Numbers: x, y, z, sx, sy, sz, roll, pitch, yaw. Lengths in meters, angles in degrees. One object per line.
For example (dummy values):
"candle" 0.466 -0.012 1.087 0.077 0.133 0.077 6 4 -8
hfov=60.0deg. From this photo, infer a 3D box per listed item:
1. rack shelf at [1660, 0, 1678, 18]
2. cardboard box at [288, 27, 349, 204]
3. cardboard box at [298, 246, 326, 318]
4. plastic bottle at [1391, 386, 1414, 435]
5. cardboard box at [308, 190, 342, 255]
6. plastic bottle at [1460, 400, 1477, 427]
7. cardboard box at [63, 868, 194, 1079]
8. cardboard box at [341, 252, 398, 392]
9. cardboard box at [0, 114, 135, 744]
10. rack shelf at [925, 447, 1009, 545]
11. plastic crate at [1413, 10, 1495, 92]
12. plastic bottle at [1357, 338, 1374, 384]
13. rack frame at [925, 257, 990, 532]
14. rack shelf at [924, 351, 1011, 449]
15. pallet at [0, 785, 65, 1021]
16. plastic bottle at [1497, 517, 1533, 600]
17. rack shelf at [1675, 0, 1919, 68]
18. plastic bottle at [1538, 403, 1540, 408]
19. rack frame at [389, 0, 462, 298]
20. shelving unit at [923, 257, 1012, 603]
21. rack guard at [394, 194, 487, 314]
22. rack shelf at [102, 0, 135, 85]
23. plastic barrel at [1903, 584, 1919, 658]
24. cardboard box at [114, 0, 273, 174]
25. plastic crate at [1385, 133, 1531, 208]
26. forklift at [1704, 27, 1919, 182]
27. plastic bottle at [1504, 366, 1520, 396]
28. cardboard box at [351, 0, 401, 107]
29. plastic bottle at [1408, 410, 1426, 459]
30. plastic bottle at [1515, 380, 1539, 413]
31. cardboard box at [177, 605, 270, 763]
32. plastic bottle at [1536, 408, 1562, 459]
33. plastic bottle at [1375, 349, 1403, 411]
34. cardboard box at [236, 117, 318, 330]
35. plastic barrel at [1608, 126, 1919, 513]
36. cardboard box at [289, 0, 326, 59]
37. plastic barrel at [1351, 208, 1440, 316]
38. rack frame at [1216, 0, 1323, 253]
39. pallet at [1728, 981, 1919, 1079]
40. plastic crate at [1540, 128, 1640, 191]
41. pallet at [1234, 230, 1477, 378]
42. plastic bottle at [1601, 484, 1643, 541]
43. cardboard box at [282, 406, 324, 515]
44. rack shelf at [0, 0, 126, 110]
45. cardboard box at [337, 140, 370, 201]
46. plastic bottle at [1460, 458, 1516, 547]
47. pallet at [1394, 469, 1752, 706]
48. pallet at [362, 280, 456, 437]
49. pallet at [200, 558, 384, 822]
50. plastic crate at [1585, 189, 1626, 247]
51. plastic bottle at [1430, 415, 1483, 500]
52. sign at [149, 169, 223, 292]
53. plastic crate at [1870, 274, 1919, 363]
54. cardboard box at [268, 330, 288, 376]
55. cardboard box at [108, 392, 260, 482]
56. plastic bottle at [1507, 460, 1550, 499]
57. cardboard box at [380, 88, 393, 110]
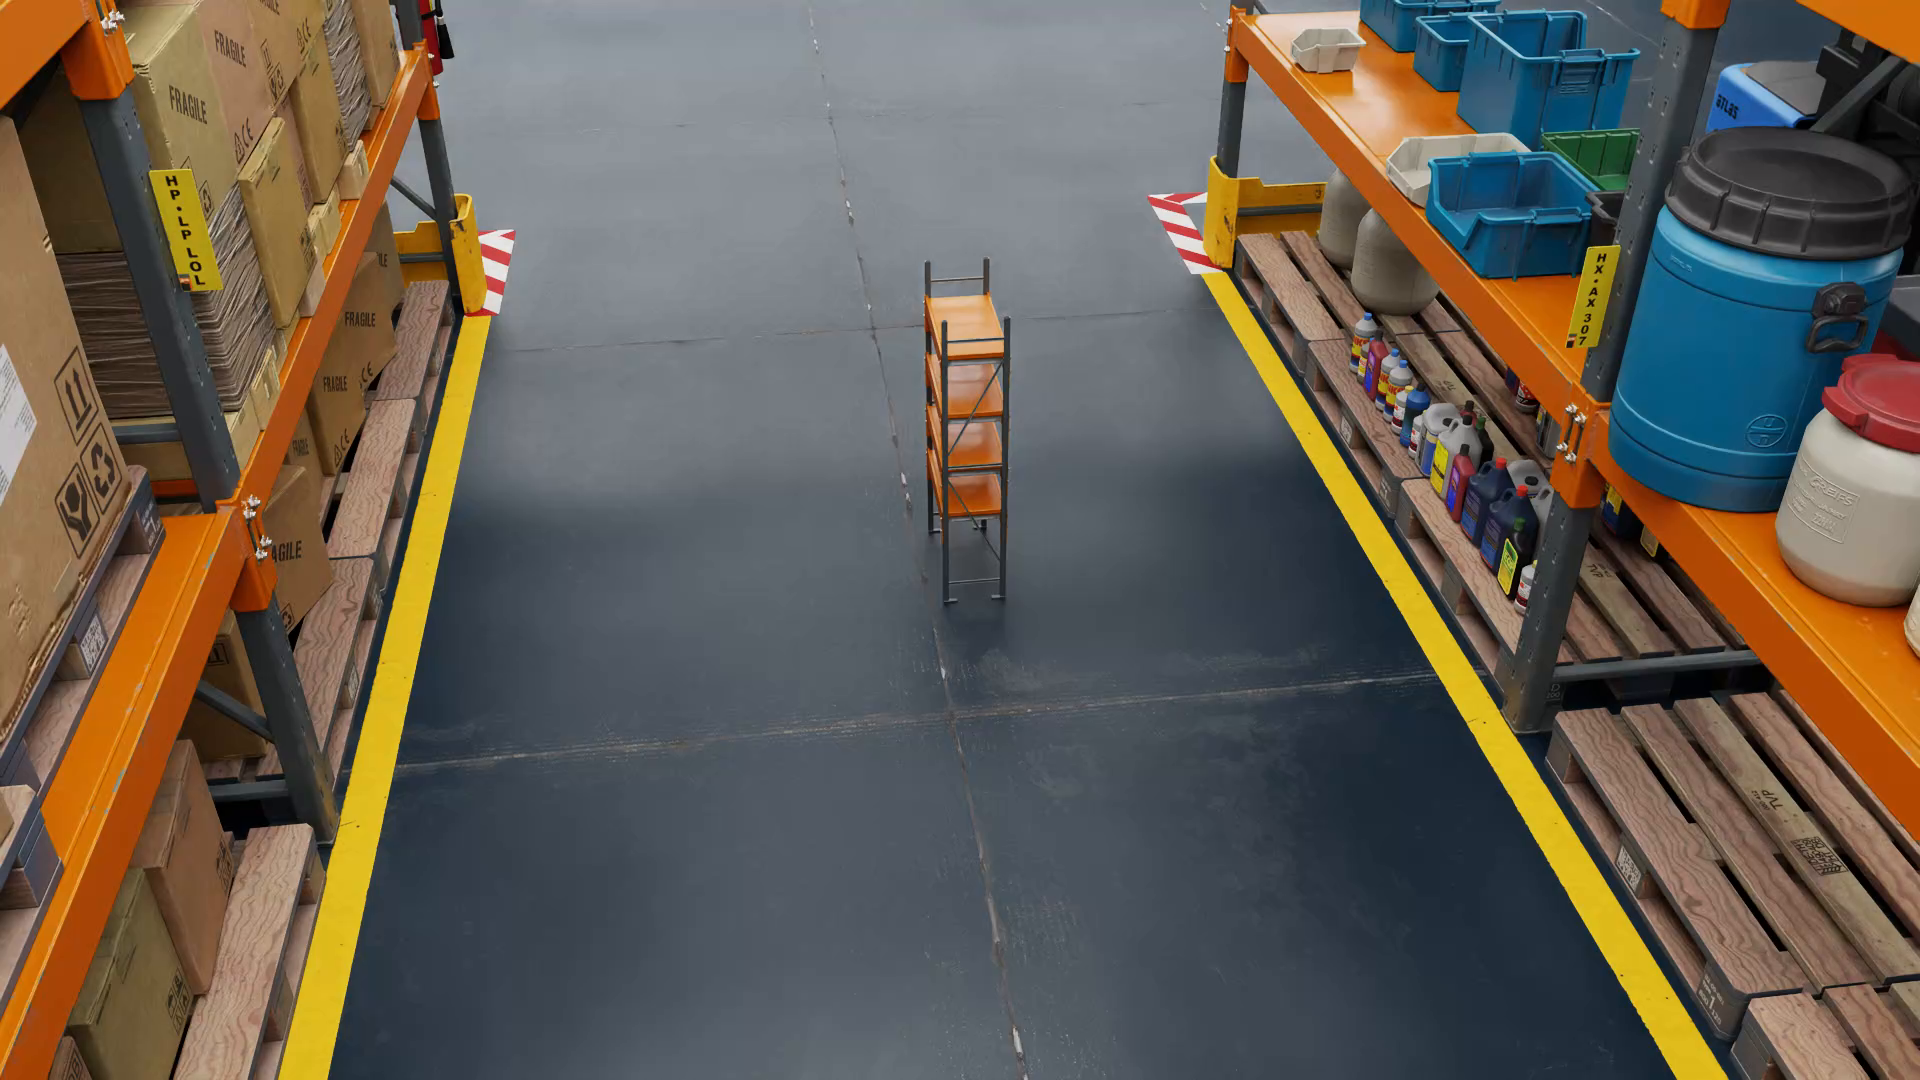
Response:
"rack shelf" 2.136 -2.691 6.010 1.077 0.370 4.000 -4 35 -6
"cardboard box" -2.728 -1.512 5.953 0.875 0.500 0.500 -4 35 -6
"cardboard box" -2.352 -0.855 5.565 0.380 0.149 0.250 -4 35 -6
"plastic bottle" 1.875 -0.552 6.991 0.097 0.201 0.097 0 34 0
"cardboard box" -2.449 -1.132 5.971 0.380 0.149 0.250 -4 35 -6
"plastic bottle" 2.051 -0.416 6.718 0.061 0.283 0.133 -4 35 -6
"cardboard box" -2.397 1.206 4.146 0.700 0.500 0.500 -5 35 -7
"cardboard box" -2.859 -0.949 7.326 0.500 0.500 0.500 4 35 6
"cardboard box" -2.535 -0.225 3.510 1.000 1.000 1.000 -4 34 -6
"rack shelf" 0.022 -0.184 6.426 0.258 0.148 0.480 -4 35 -6
"plastic crate" 2.312 -2.183 7.422 0.499 0.251 0.408 -4 35 -6
"plastic bottle" 1.816 -0.797 7.350 0.097 0.201 0.097 0 34 0
"rack frame" -0.011 -0.540 6.476 0.240 1.200 0.015 -4 35 -6
"rack shelf" 0.022 -0.533 6.188 0.258 0.148 0.480 -4 35 -6
"pallet" -2.272 0.953 2.859 1.003 0.211 1.213 -4 35 -6
"plastic bottle" 2.013 0.065 6.012 0.061 0.283 0.133 -3 34 -4
"rack shelf" 2.674 -0.458 2.734 1.077 0.370 4.000 -4 35 -6
"plastic bottle" 2.574 -0.709 7.154 0.152 0.276 0.135 -5 35 -8
"rack frame" -3.041 -2.489 7.739 1.000 3.000 0.127 -4 35 -6
"shelving unit" 0.022 -0.403 6.277 0.258 1.200 0.503 -4 35 -6
"rack guard" -3.031 -1.414 8.381 1.175 0.500 0.348 -4 35 -6
"rack shelf" -2.772 -2.315 5.459 1.077 0.370 4.000 -4 35 -6
"plastic barrel" 2.431 0.175 3.952 0.301 0.262 0.301 0 34 0
"cardboard box" -2.381 -1.384 4.876 0.500 0.500 0.500 -4 35 -6
"plastic crate" 1.935 -1.410 6.390 0.530 0.136 0.437 -4 35 -6
"forklift" 4.447 -1.916 6.959 1.130 2.935 3.031 -3 34 -4
"plastic bottle" 2.449 -0.781 7.254 0.061 0.283 0.133 -4 35 -6
"cardboard box" -2.808 -2.075 6.778 0.875 0.500 0.500 -4 35 -6
"plastic bottle" 1.902 -0.437 6.822 0.097 0.201 0.097 0 34 0
"plastic bottle" 2.452 -0.658 7.146 0.097 0.201 0.097 0 34 0
"cardboard box" -2.517 0.376 5.381 0.500 0.500 0.500 -5 35 -8
"plastic bottle" 2.481 -0.488 6.830 0.152 0.276 0.135 -4 35 -6
"plastic bottle" 1.848 -0.692 7.134 0.097 0.271 0.097 0 34 0
"cardboard box" -2.535 -0.959 5.140 0.875 0.500 0.500 -4 35 -6
"plastic barrel" 2.156 -0.601 4.523 0.600 0.901 0.708 -4 35 -6
"cardboard box" -2.526 -1.941 5.694 0.500 0.500 0.500 -4 35 -6
"plastic barrel" 2.098 -1.369 7.931 0.421 0.512 0.421 0 34 0
"rack frame" 1.867 -2.864 8.289 1.000 3.000 0.127 -4 35 -6
"pallet" 2.716 1.638 4.159 1.003 0.211 1.213 -4 35 -6
"plastic crate" 2.502 -1.324 6.217 0.450 0.188 0.662 -4 35 -6
"pallet" 2.028 -1.219 8.352 1.003 0.211 1.213 -4 35 -6
"plastic bottle" 2.565 -0.190 6.327 0.144 0.351 0.185 -4 35 -6
"cardboard box" -2.763 -0.283 6.349 0.500 0.500 0.500 -7 35 -11
"rack shelf" -2.234 -0.083 2.184 1.077 0.370 4.000 -4 35 -6
"cardboard box" -2.492 -1.413 6.383 0.380 0.149 0.250 -4 35 -6
"plastic bottle" 2.007 -0.164 6.289 0.144 0.351 0.185 -6 35 -9
"pallet" 2.356 0.142 6.354 1.003 0.211 1.213 -4 35 -6
"pallet" -2.957 -0.838 7.793 1.003 0.211 1.213 -4 35 -6
"pallet" -2.629 0.523 5.795 1.003 0.211 1.213 -4 35 -6
"plastic crate" 2.460 -0.908 5.474 0.767 0.338 0.504 -4 35 -6
"plastic bottle" 1.963 -0.344 6.553 0.144 0.351 0.185 -5 35 -7
"sign" -1.954 -0.780 4.202 0.100 0.325 0.005 -4 35 -6
"plastic crate" 2.773 -0.412 4.634 0.402 0.464 0.583 -4 35 -6
"cardboard box" -2.316 -0.574 5.152 0.380 0.149 0.250 -4 35 -6
"cardboard box" -2.234 -0.296 4.744 0.380 0.149 0.250 -4 35 -6
"plastic bottle" 2.150 -0.158 6.347 0.152 0.276 0.135 -4 35 -6
"cardboard box" -2.681 -1.967 7.196 0.380 0.149 0.250 -4 35 -6
